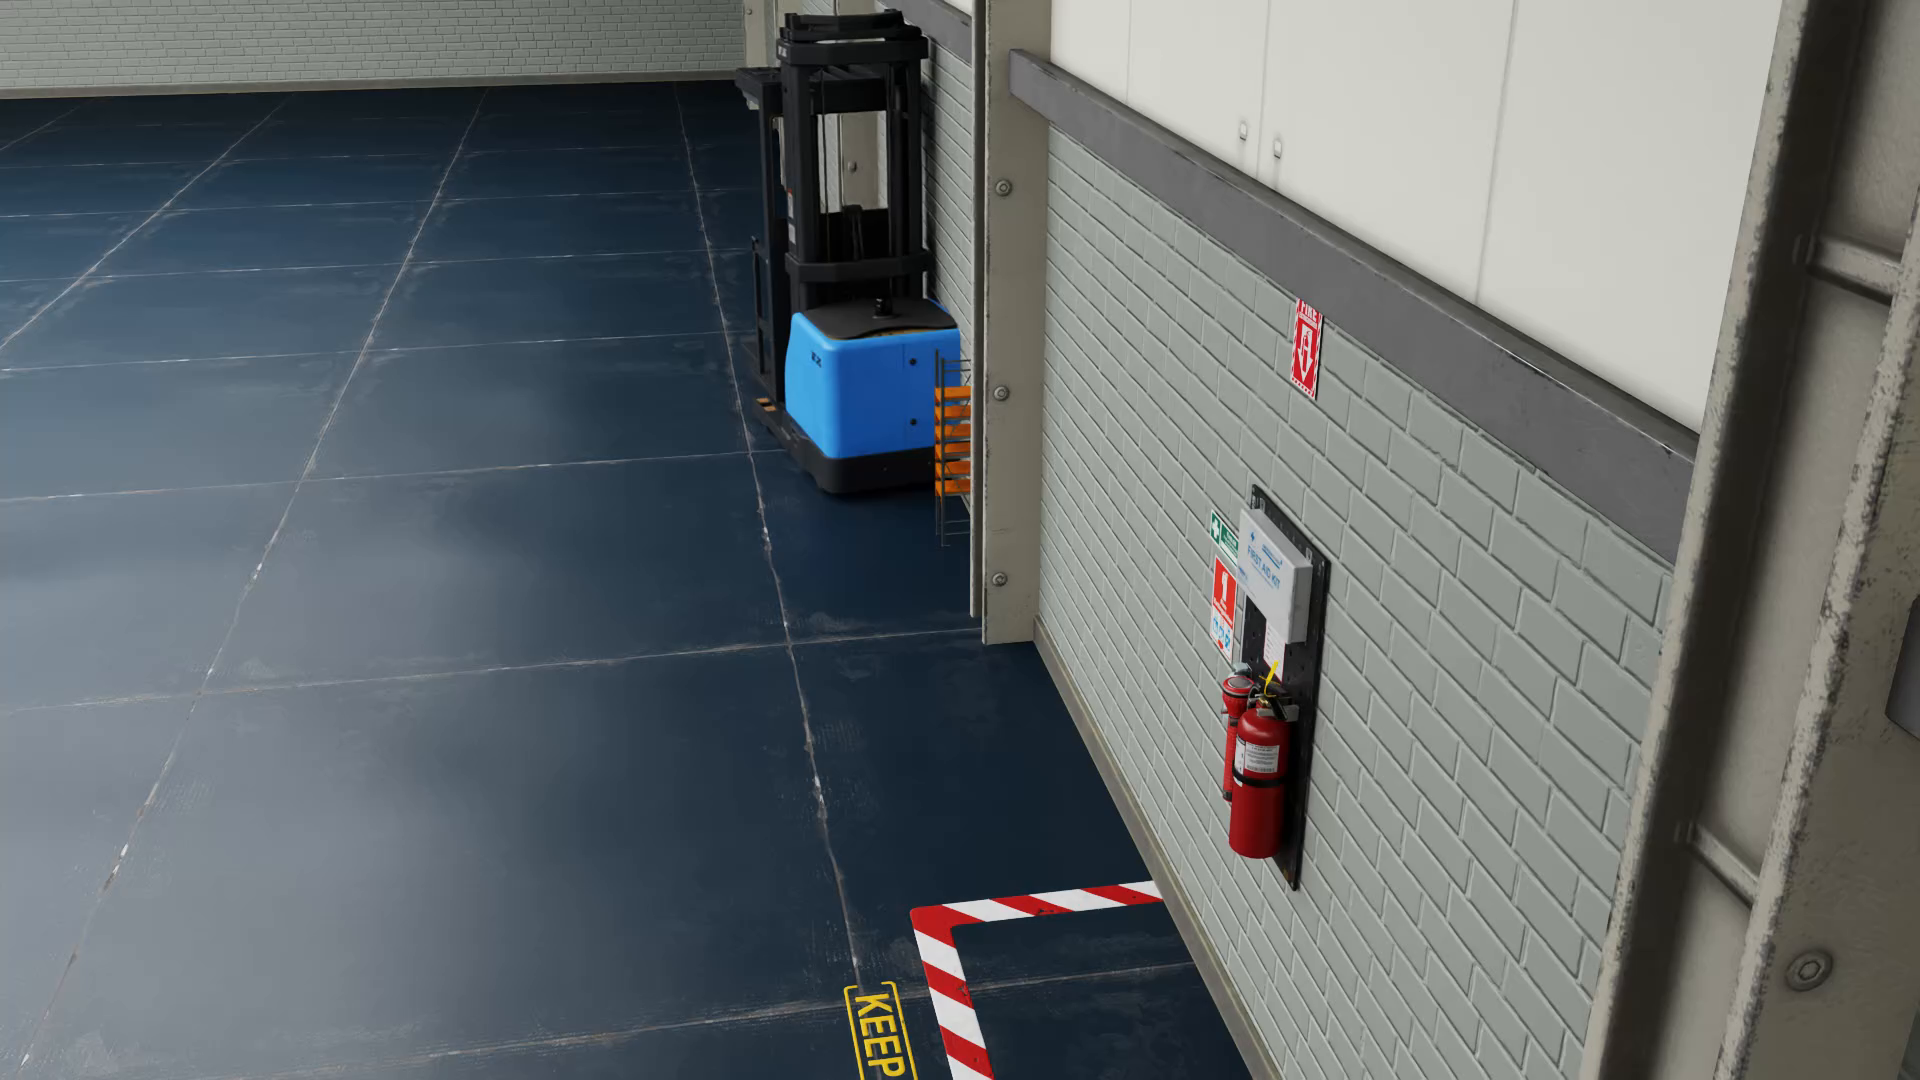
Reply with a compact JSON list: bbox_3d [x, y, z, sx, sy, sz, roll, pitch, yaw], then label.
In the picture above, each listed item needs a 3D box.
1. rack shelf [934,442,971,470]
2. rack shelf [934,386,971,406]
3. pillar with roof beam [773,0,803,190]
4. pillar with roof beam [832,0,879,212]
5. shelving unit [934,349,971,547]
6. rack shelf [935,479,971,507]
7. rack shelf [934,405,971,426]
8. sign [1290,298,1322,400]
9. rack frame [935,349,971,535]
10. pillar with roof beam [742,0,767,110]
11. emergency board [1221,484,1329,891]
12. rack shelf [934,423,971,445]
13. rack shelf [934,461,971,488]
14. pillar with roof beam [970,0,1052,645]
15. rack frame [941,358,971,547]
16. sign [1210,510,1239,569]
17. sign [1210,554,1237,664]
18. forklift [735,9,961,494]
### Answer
[{"bbox_3d":[-0.011,-0.513,10.037,0.258,0.103,0.180,-5,24,-11],"label":"rack shelf"},{"bbox_3d":[-0.011,-0.843,9.893,0.258,0.103,0.180,-5,24,-11],"label":"rack shelf"},{"bbox_3d":[-6.205,-8.051,17.440,9.100,9.000,0.400,-4,24,-10],"label":"pillar with roof beam"},{"bbox_3d":[-5.096,-5.690,12.036,9.100,9.000,0.400,-4,24,-10],"label":"pillar with roof beam"},{"bbox_3d":[-0.011,-0.554,10.019,0.258,1.200,0.189,-5,24,-11],"label":"shelving unit"},{"bbox_3d":[-0.011,-0.293,10.133,0.258,0.103,0.180,-5,24,-11],"label":"rack shelf"},{"bbox_3d":[-0.011,-0.733,9.941,0.258,0.103,0.180,-5,24,-11],"label":"rack shelf"},{"bbox_3d":[1.031,-0.588,4.951,0.001,0.298,0.199,-4,24,-10],"label":"sign"},{"bbox_3d":[-0.030,-0.590,10.102,0.240,1.200,0.006,-5,24,-11],"label":"rack frame"},{"bbox_3d":[-7.315,-10.411,22.843,9.100,9.000,0.400,-4,24,-10],"label":"pillar with roof beam"},{"bbox_3d":[0.935,0.485,5.391,0.194,1.169,0.643,-4,24,-10],"label":"emergency board"},{"bbox_3d":[-0.011,-0.623,9.989,0.258,0.103,0.180,-5,24,-11],"label":"rack shelf"},{"bbox_3d":[-0.011,-0.403,10.085,0.258,0.103,0.180,-5,24,-11],"label":"rack shelf"},{"bbox_3d":[-3.986,-3.330,6.632,9.100,9.000,0.400,-4,24,-10],"label":"pillar with roof beam"},{"bbox_3d":[0.007,-0.518,9.937,0.240,1.200,0.006,-5,24,-11],"label":"rack frame"},{"bbox_3d":[0.926,0.003,5.788,0.001,0.109,0.331,-4,24,-10],"label":"sign"},{"bbox_3d":[0.934,0.244,5.899,0.001,0.329,0.234,-4,24,-10],"label":"sign"},{"bbox_3d":[-0.890,-2.204,11.634,1.130,2.935,3.031,-9,25,-19],"label":"forklift"}]
